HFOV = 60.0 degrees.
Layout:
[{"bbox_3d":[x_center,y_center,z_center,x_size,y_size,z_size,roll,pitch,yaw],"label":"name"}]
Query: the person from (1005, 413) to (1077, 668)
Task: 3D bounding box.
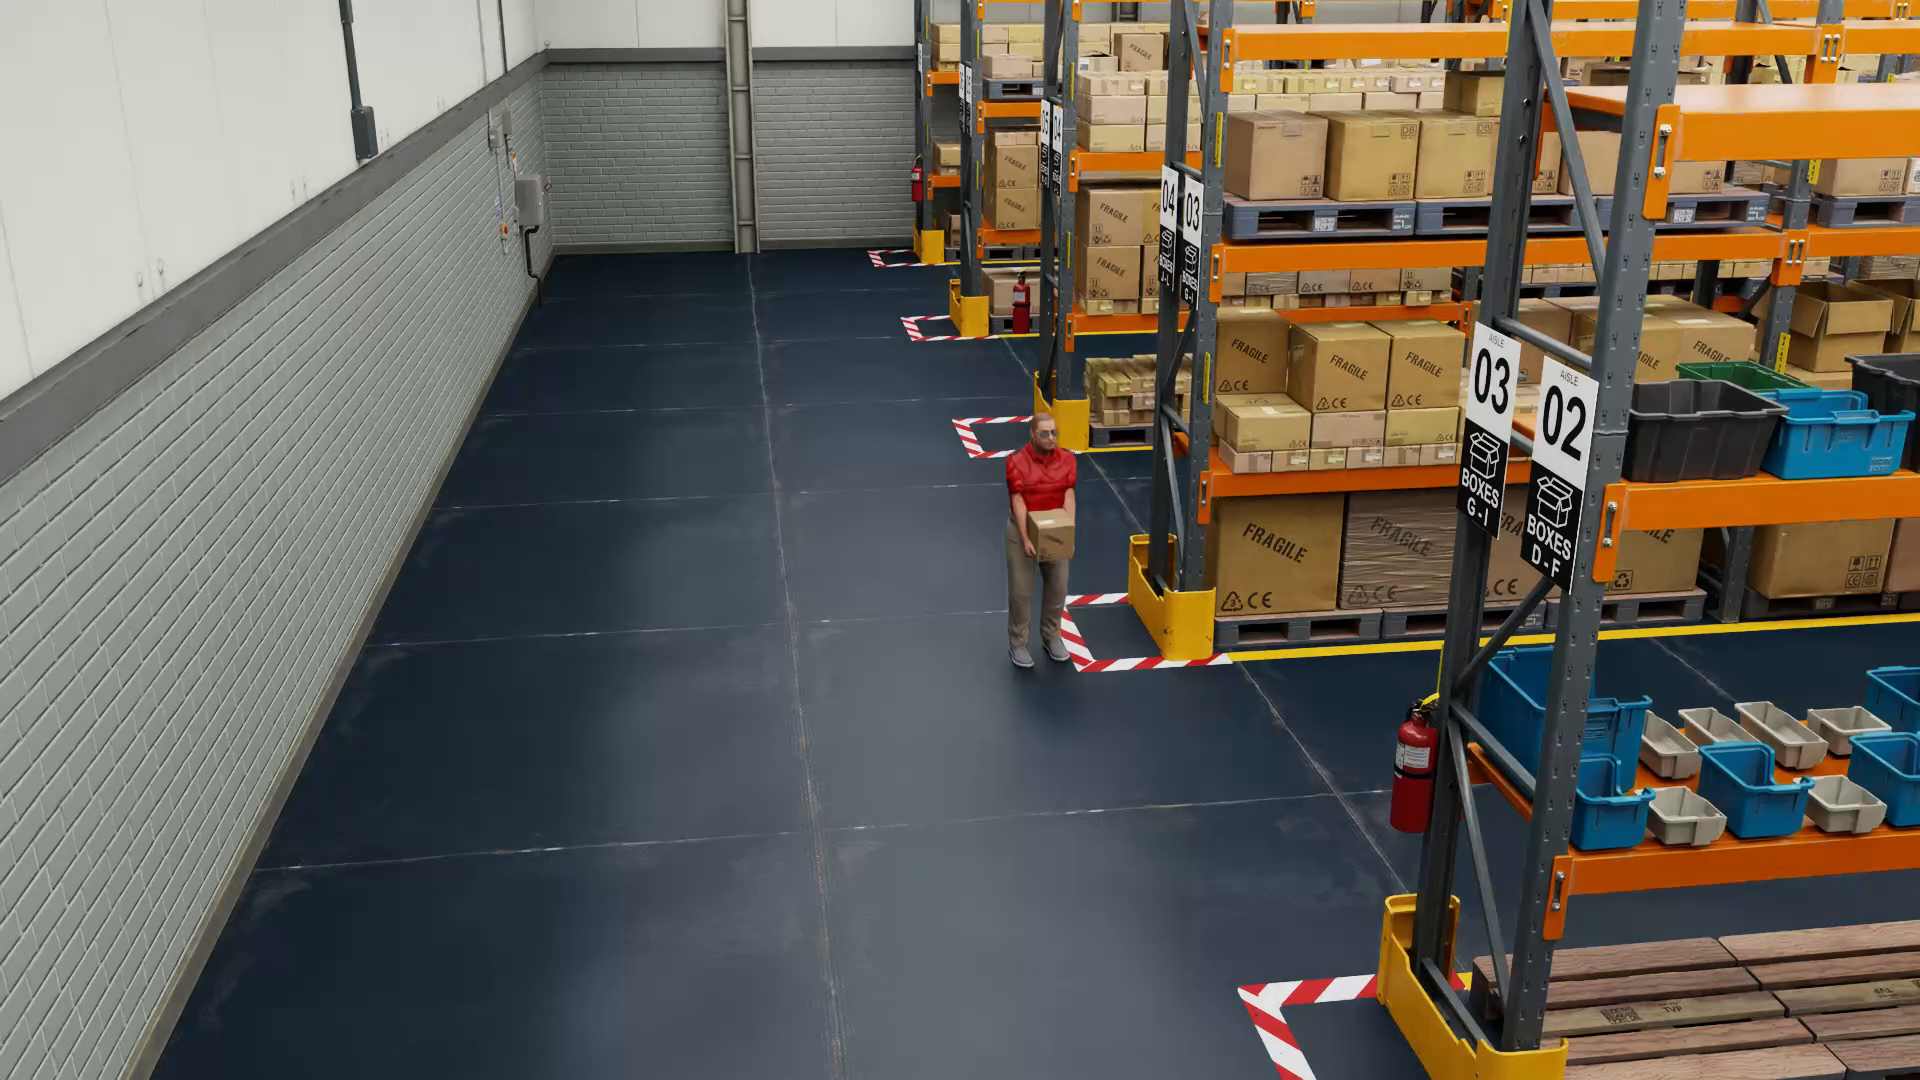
[{"bbox_3d":[0.557,0.003,11.105,0.489,1.726,0.554,-6,21,-15],"label":"person"}]
